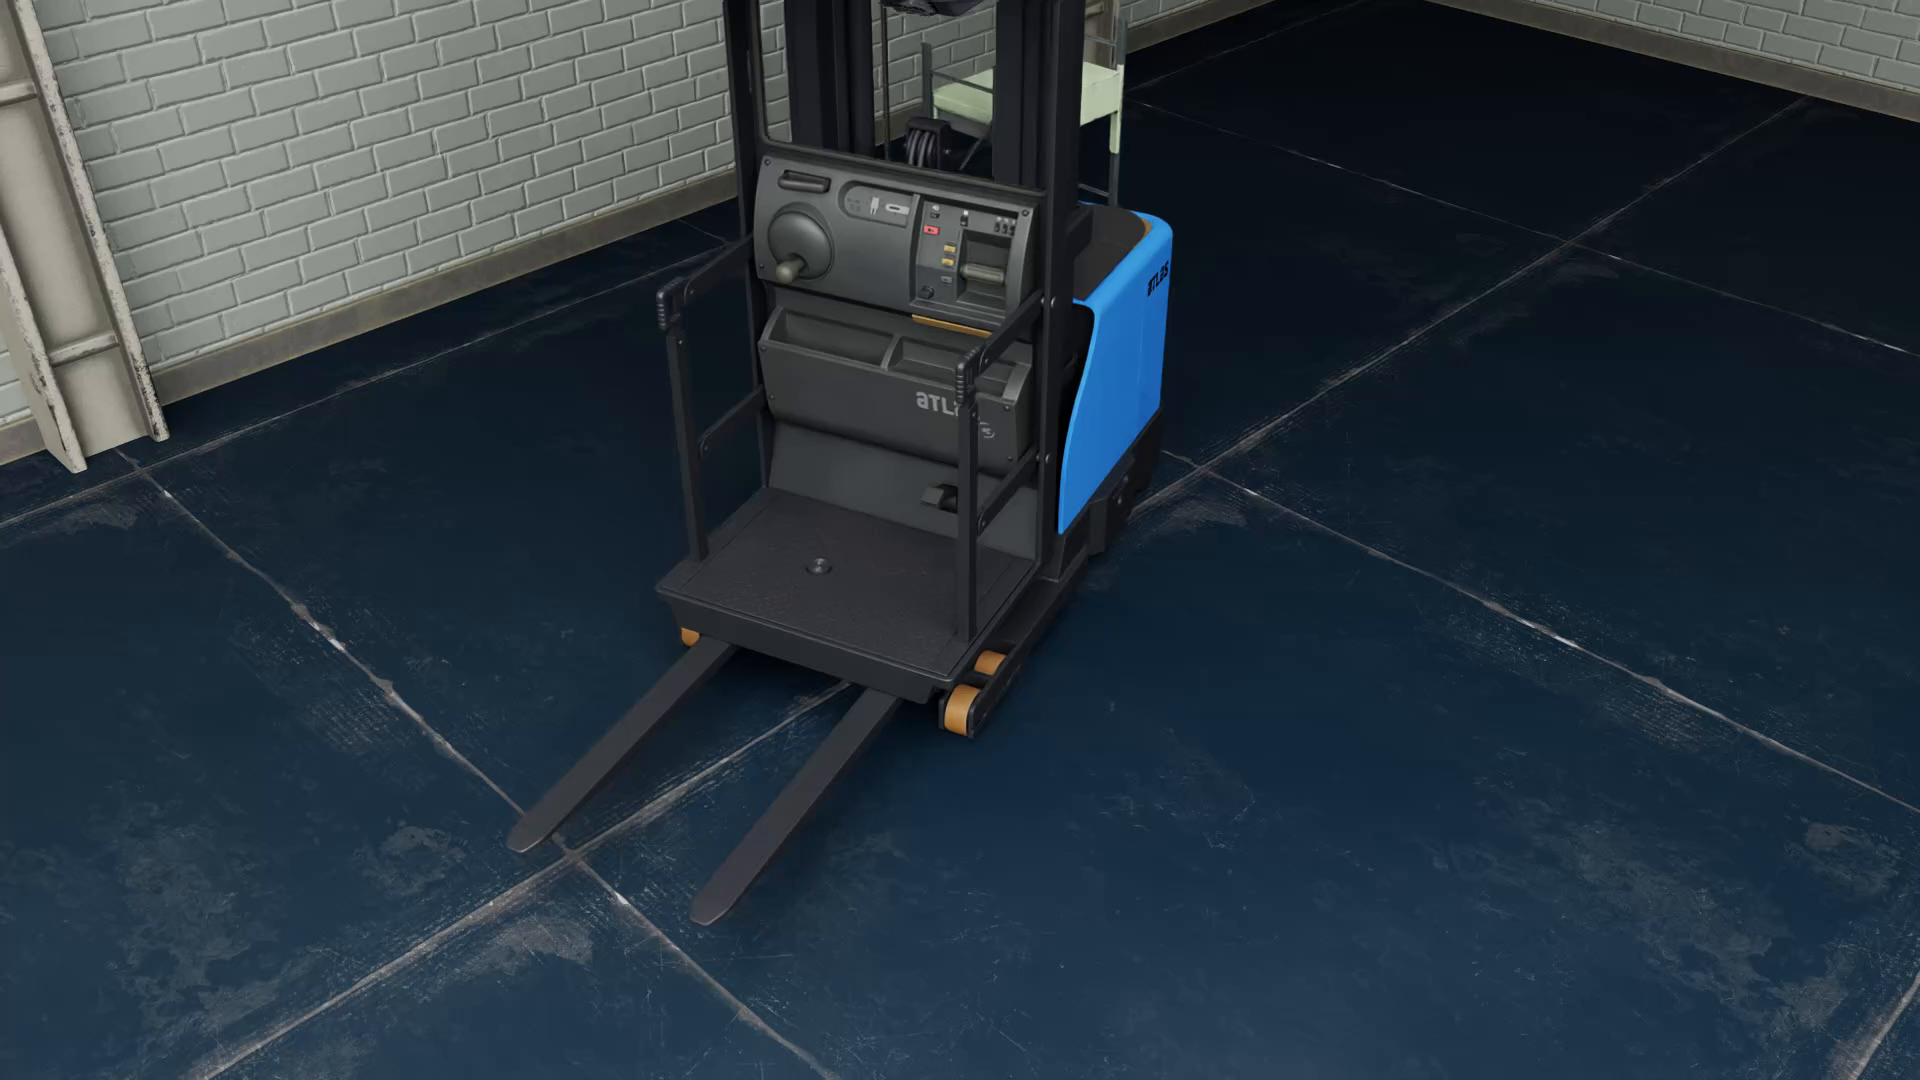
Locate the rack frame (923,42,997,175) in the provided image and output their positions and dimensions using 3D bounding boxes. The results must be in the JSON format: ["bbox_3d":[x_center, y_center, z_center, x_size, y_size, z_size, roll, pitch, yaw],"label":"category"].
[{"bbox_3d":[0.011,-1.209,6.672,0.400,1.500,0.023,28,44,34],"label":"rack frame"}]

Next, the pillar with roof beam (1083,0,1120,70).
[{"bbox_3d":[3.780,-4.798,5.263,9.100,9.000,0.400,30,45,35],"label":"pillar with roof beam"}]

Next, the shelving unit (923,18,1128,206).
[{"bbox_3d":[0.261,-1.362,6.892,0.431,1.500,0.755,28,44,34],"label":"shelving unit"}]

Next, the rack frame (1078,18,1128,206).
[{"bbox_3d":[0.510,-1.515,7.111,0.400,1.500,0.023,28,44,34],"label":"rack frame"}]

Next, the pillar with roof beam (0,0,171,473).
[{"bbox_3d":[-0.447,-2.362,1.770,9.100,9.000,0.400,30,45,35],"label":"pillar with roof beam"}]

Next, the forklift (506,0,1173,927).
[{"bbox_3d":[-0.306,-0.860,4.921,1.130,2.935,3.031,16,38,21],"label":"forklift"}]

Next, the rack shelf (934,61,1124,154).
[{"bbox_3d":[0.261,-1.682,6.669,0.431,0.370,0.720,28,44,34],"label":"rack shelf"}]
